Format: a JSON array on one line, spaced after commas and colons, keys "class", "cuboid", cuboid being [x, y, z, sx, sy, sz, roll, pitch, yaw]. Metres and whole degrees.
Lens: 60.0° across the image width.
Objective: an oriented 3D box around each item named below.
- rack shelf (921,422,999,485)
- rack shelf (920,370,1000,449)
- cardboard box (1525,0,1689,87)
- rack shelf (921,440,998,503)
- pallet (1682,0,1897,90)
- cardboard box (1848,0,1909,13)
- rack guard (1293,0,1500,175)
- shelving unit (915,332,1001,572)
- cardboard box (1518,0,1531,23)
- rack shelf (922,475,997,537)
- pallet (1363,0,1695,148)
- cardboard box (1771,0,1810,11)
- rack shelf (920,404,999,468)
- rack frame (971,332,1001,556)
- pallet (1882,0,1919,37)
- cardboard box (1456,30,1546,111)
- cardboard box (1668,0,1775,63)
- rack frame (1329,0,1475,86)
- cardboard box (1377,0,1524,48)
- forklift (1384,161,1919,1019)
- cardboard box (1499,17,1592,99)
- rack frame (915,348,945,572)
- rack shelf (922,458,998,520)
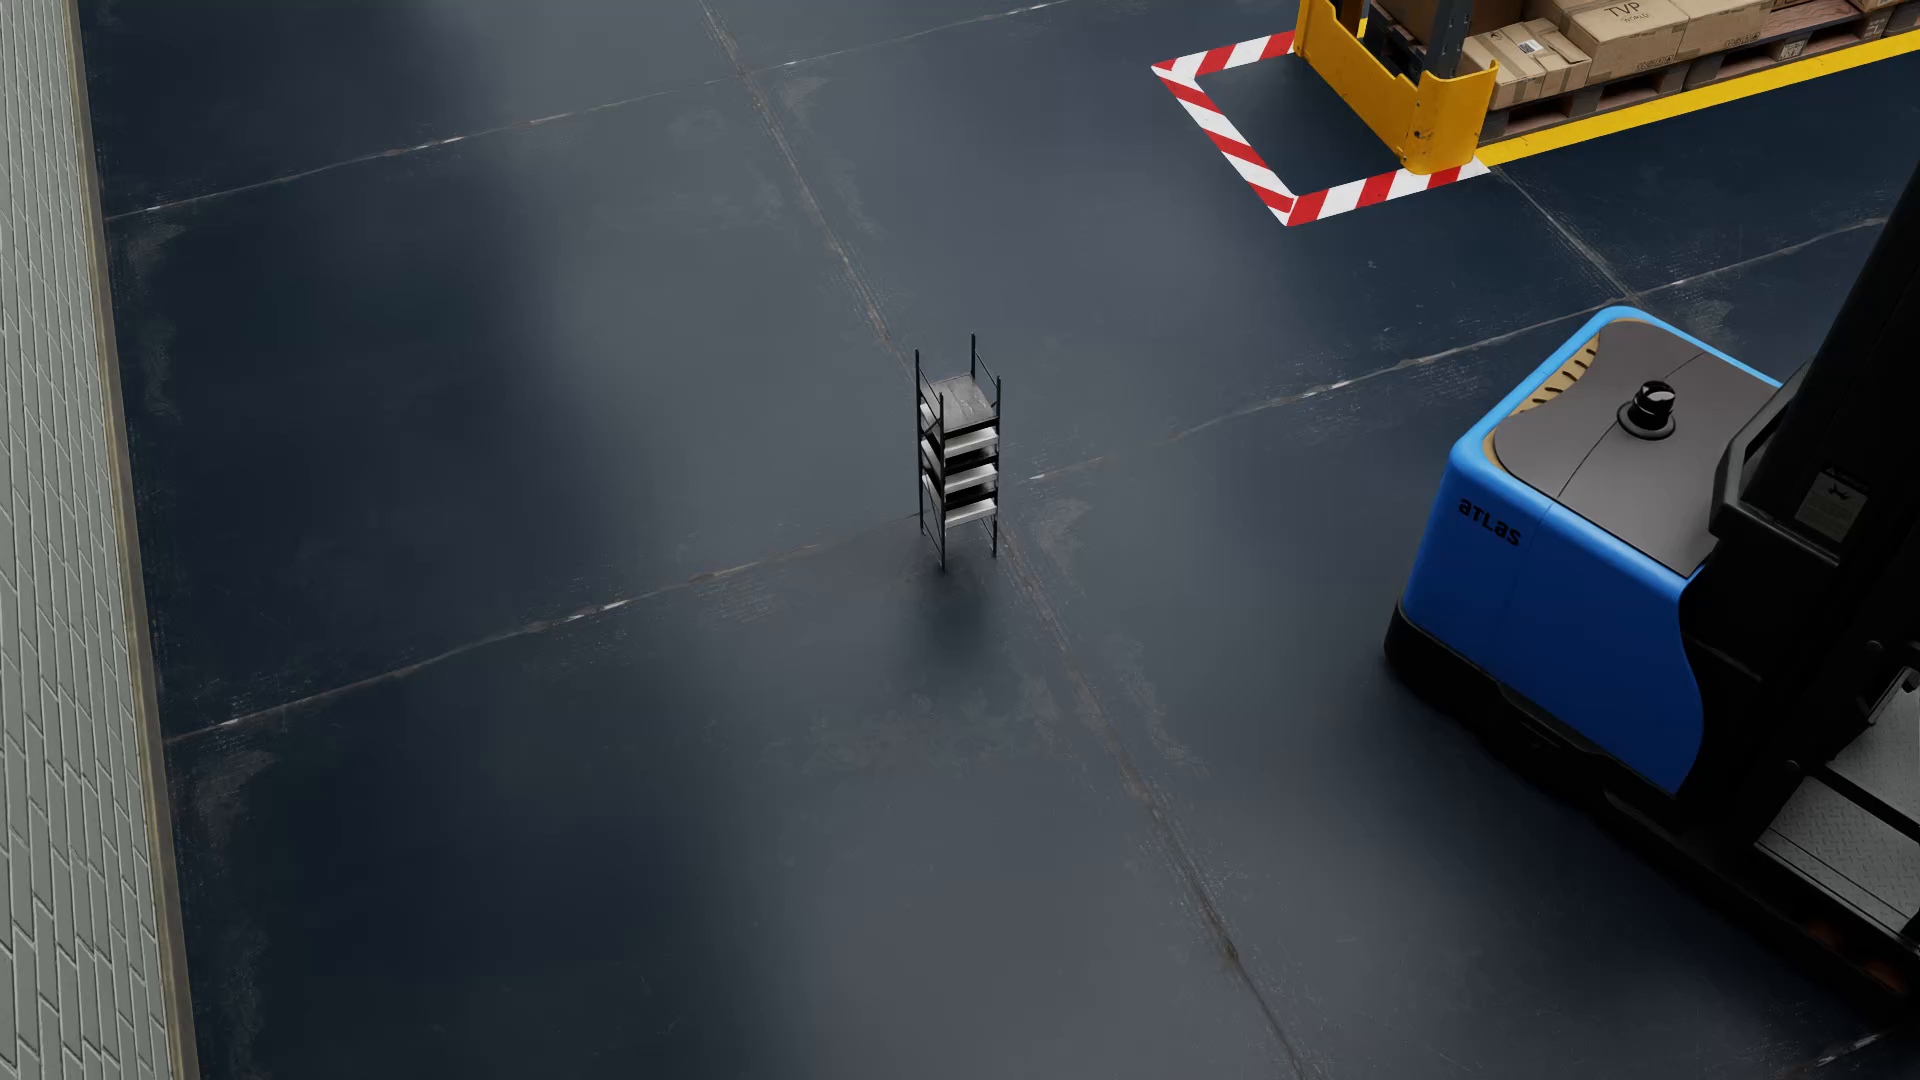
[{"class": "rack shelf", "cuboid": [-0.008, -0.328, 5.790, 0.200, 0.077, 0.258, -17, 52, -14]}, {"class": "rack shelf", "cuboid": [-0.008, -0.445, 5.654, 0.200, 0.077, 0.258, -17, 52, -14]}, {"class": "cardboard box", "cuboid": [3.019, -2.416, 7.797, 0.500, 0.250, 0.500, -17, 52, -14]}, {"class": "rack shelf", "cuboid": [-0.008, -0.269, 5.858, 0.200, 0.077, 0.258, -17, 52, -14]}, {"class": "pallet", "cuboid": [3.881, -2.758, 8.406, 1.213, 0.211, 1.003, -17, 52, -14]}, {"class": "cardboard box", "cuboid": [4.534, -2.905, 8.177, 0.500, 0.311, 0.500, -17, 52, -14]}, {"class": "rack guard", "cuboid": [2.016, -2.276, 7.802, 0.348, 0.500, 1.175, -17, 52, -14]}, {"class": "shelving unit", "cuboid": [-0.008, -0.291, 5.833, 0.210, 0.900, 0.258, -17, 52, -14]}, {"class": "cardboard box", "cuboid": [2.765, -2.671, 8.070, 0.250, 0.166, 0.380, -17, 52, -14]}, {"class": "rack shelf", "cuboid": [-0.008, -0.152, 5.995, 0.200, 0.077, 0.258, -17, 52, -14]}, {"class": "pallet", "cuboid": [2.754, -2.411, 8.108, 1.213, 0.211, 1.003, -17, 52, -14]}, {"class": "cardboard box", "cuboid": [3.911, -3.003, 8.134, 0.637, 0.503, 0.797, -17, 52, -14]}, {"class": "rack shelf", "cuboid": [-0.008, -0.386, 5.722, 0.200, 0.077, 0.258, -17, 52, -14]}, {"class": "rack frame", "cuboid": [0.087, -0.320, 5.858, 0.006, 0.900, 0.240, -17, 52, -14]}, {"class": "pallet", "cuboid": [5.012, -3.111, 8.709, 1.213, 0.211, 1.003, -17, 52, -14]}, {"class": "cardboard box", "cuboid": [2.463, -2.162, 7.645, 0.250, 0.149, 0.380, -17, 52, -14]}, {"class": "cardboard box", "cuboid": [3.482, -2.560, 7.920, 0.500, 0.250, 0.500, -17, 52, -14]}, {"class": "rack frame", "cuboid": [1.945, -3.068, 6.834, 0.127, 3.000, 1.000, -17, 52, -14]}, {"class": "cardboard box", "cuboid": [2.356, -2.726, 7.898, 0.500, 0.500, 0.500, -17, 52, -14]}, {"class": "forklift", "cuboid": [2.870, -0.003, 4.247, 3.031, 2.935, 1.130, 37, 59, 27]}, {"class": "cardboard box", "cuboid": [2.694, -2.239, 7.700, 0.250, 0.166, 0.380, -17, 52, -14]}, {"class": "rack frame", "cuboid": [-0.102, -0.262, 5.808, 0.006, 0.900, 0.240, -17, 52, -14]}, {"class": "rack shelf", "cuboid": [-0.008, -0.211, 5.927, 0.200, 0.077, 0.258, -17, 52, -14]}]
